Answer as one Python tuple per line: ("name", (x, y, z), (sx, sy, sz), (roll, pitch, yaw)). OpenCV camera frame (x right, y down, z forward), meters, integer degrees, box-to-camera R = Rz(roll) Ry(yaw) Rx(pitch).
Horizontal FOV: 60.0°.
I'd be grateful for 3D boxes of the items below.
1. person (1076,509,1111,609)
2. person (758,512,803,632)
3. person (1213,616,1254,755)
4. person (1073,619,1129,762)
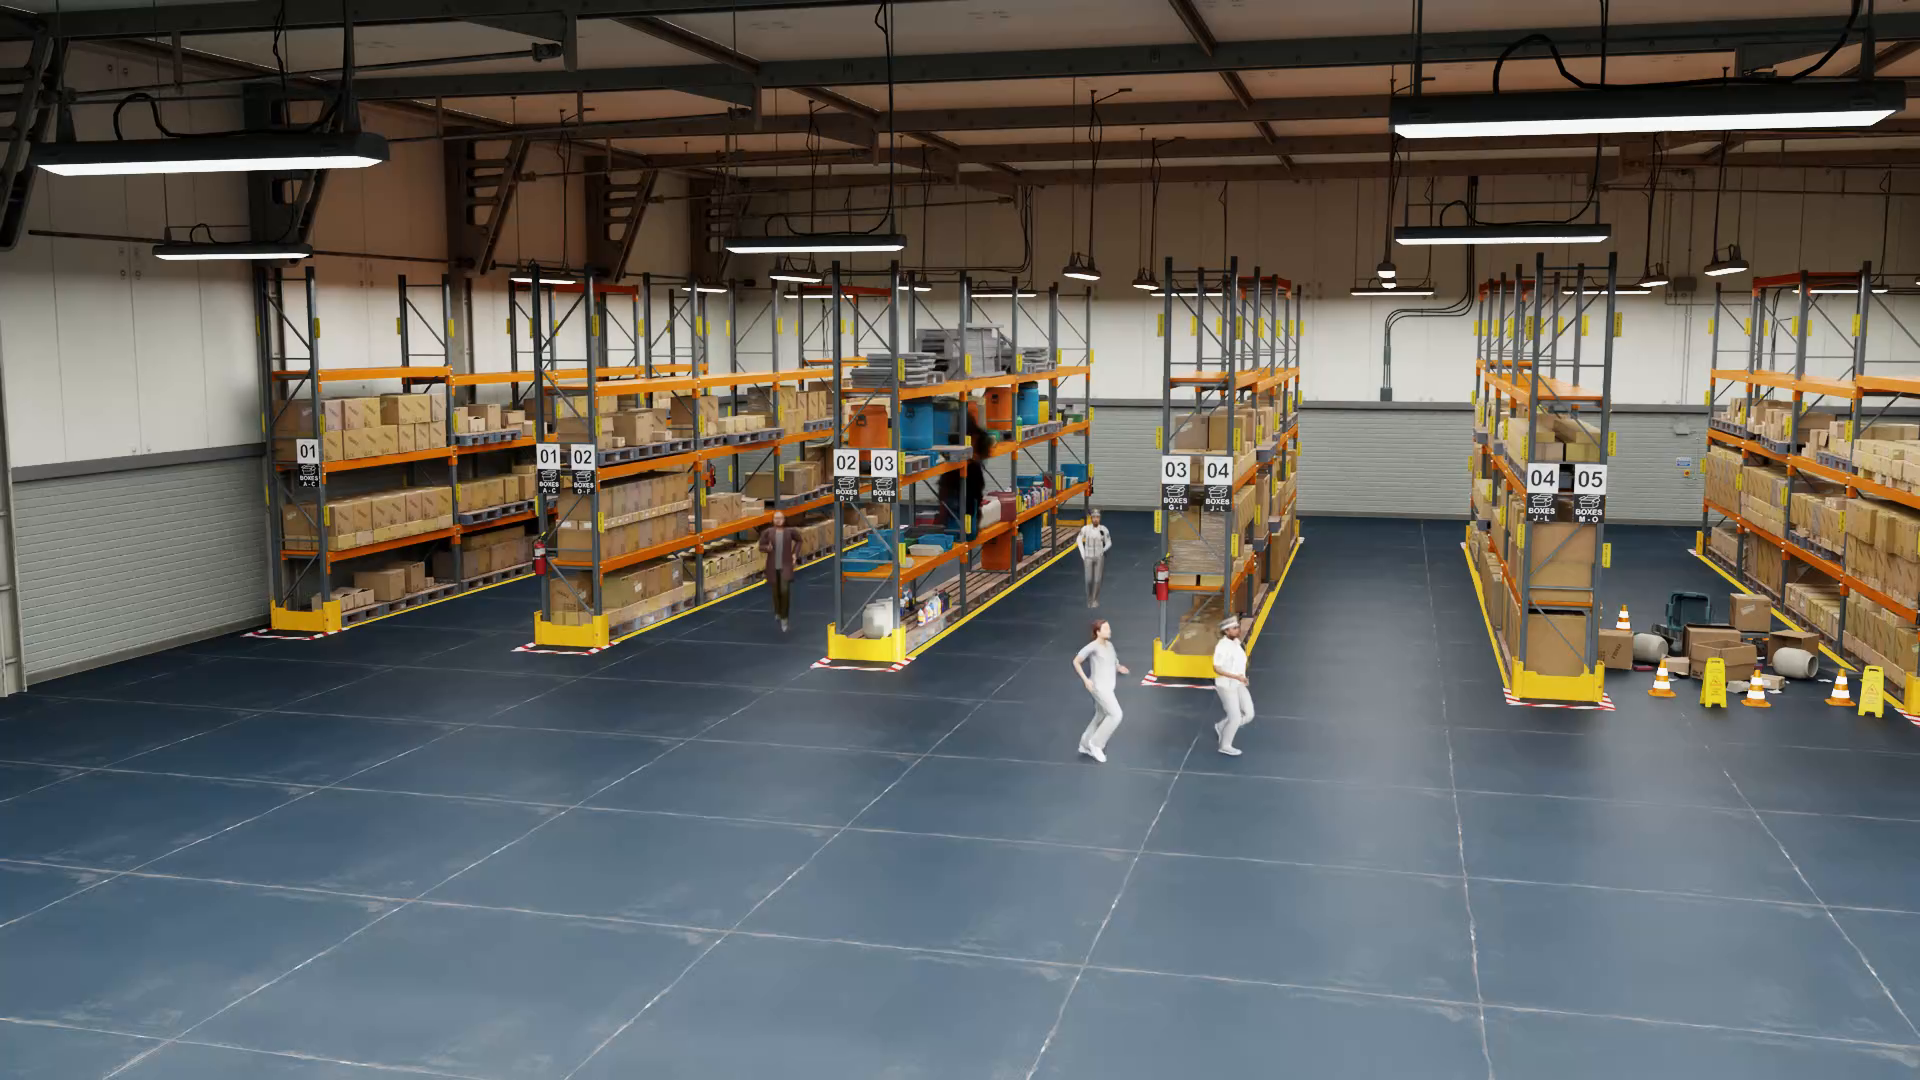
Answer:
("person", (2.266, 0.333, 28.187), (0.596, 1.731, 0.509), (1, 7, 5))
("person", (-2.873, 0.497, 26.523), (0.684, 1.901, 0.767), (0, 7, 1))
("person", (3.217, 1.707, 19.571), (0.572, 1.653, 0.571), (6, 9, 40))
("person", (1.656, 1.737, 19.268), (0.670, 1.659, 0.537), (5, 9, 34))
